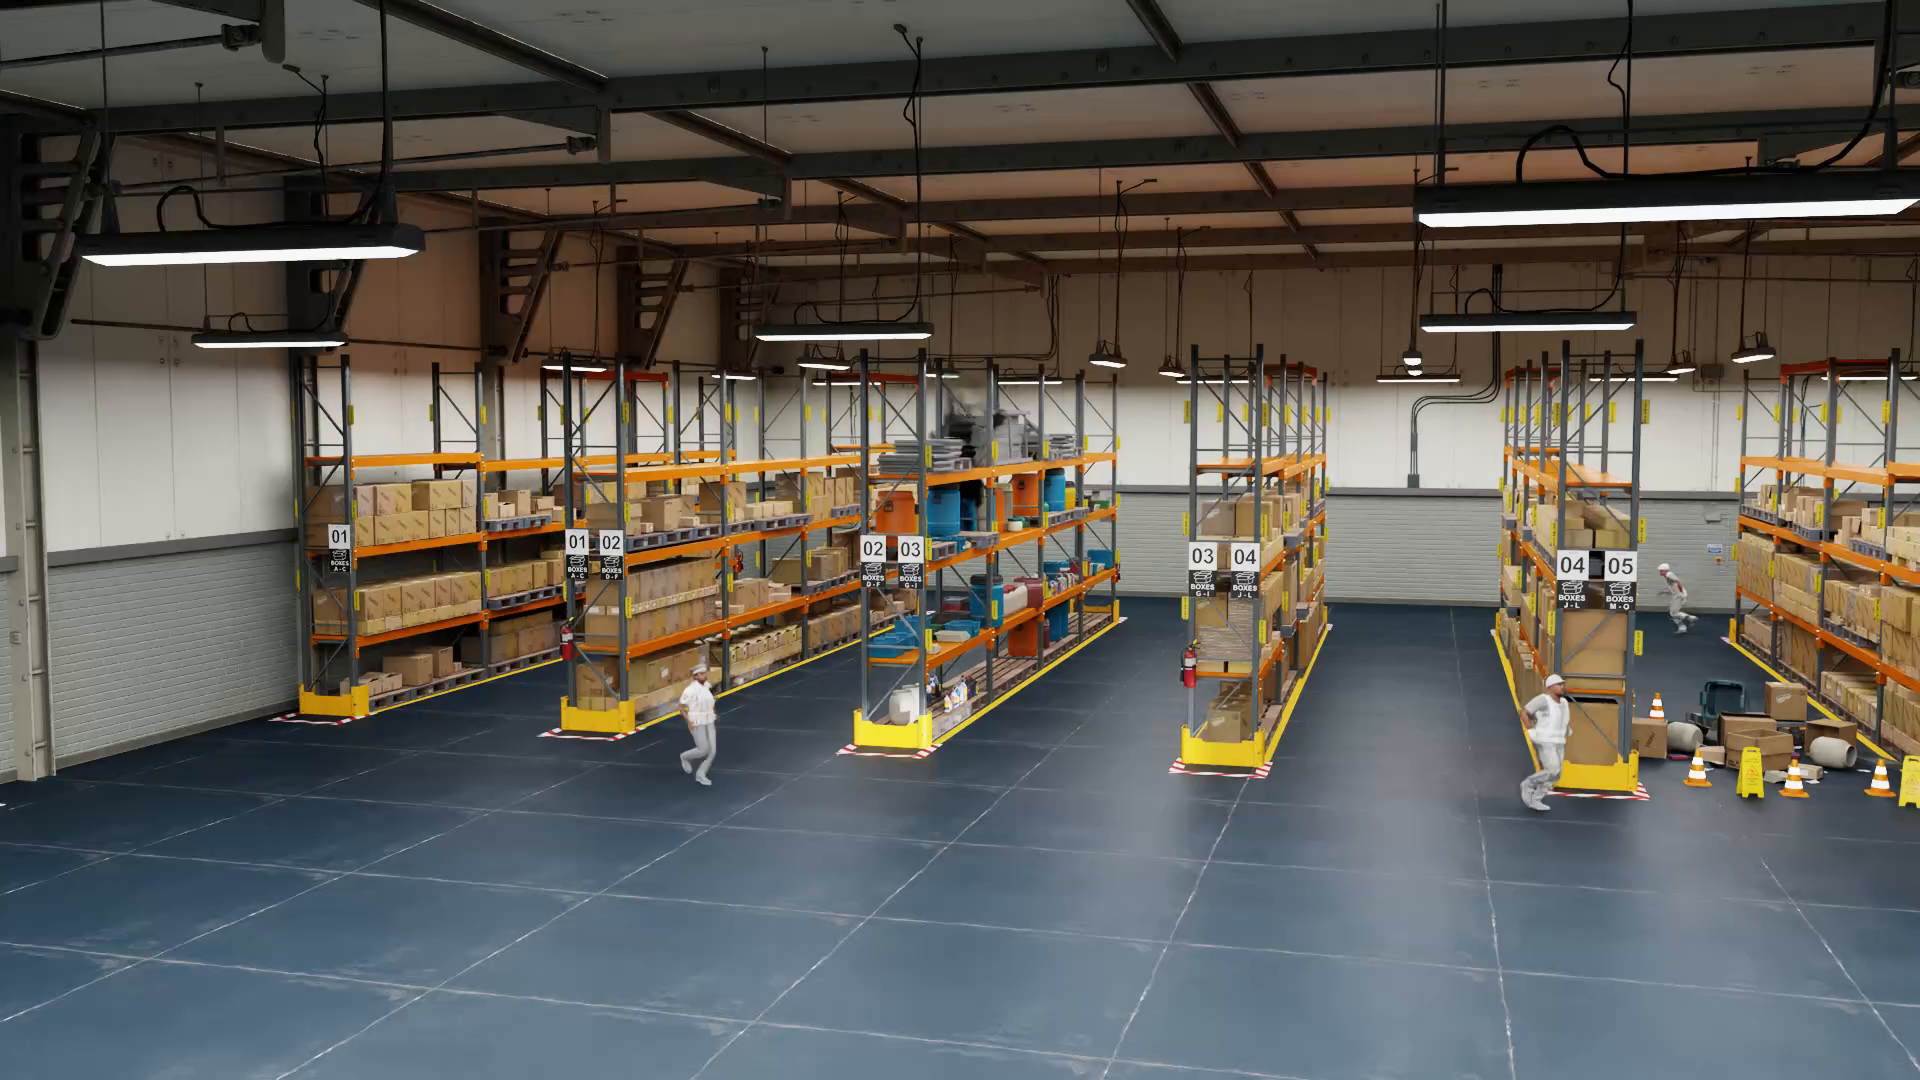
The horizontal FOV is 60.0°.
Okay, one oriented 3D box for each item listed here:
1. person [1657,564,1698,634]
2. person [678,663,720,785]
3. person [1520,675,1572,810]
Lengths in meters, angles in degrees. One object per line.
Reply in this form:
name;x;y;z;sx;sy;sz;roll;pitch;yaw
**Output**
person;16.445;1.355;38.138;0.901;1.614;0.670;2;5;21
person;-3.533;2.495;22.642;0.558;1.654;0.582;4;6;42
person;7.510;2.561;21.101;0.691;1.701;0.531;-3;5;-34
